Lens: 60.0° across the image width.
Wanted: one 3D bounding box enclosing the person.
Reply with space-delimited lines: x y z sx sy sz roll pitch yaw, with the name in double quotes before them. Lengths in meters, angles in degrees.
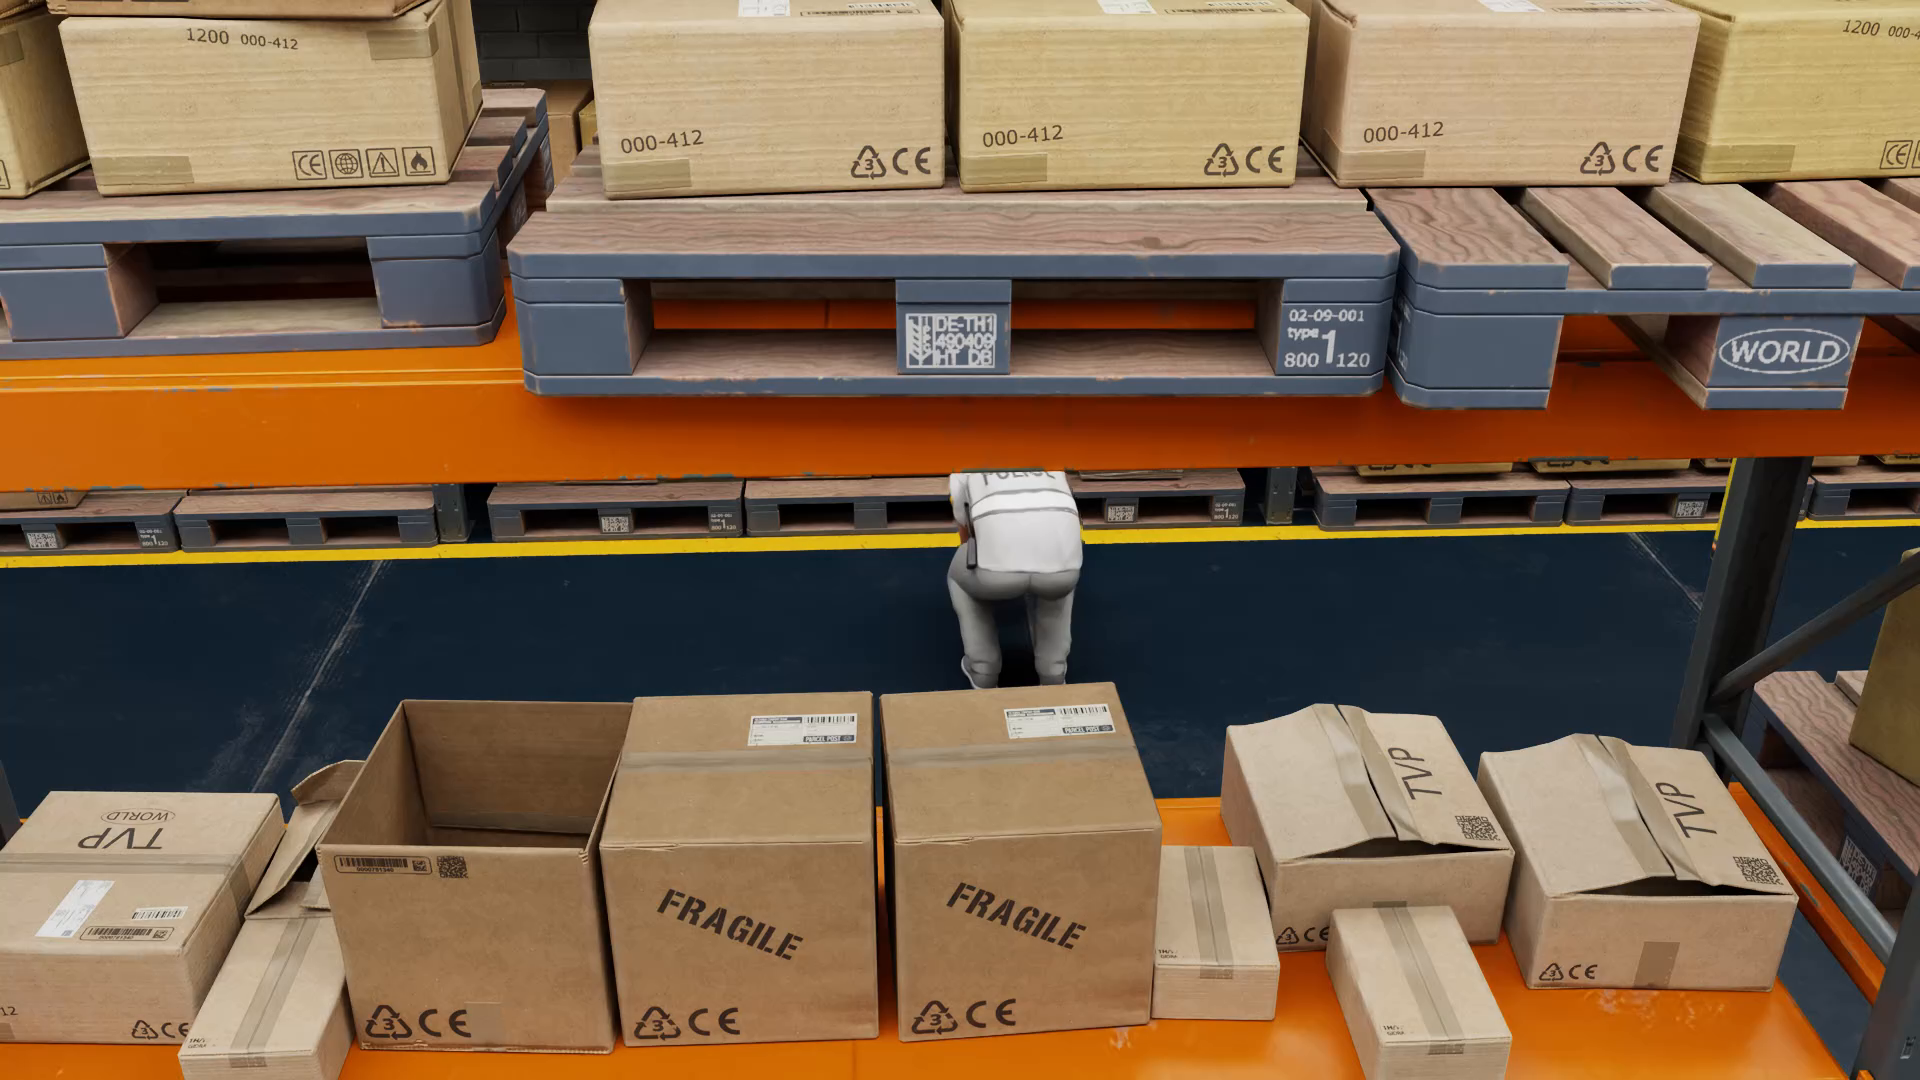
"person" 0.216 0.040 6.833 0.544 1.023 1.015 -2 27 -5
